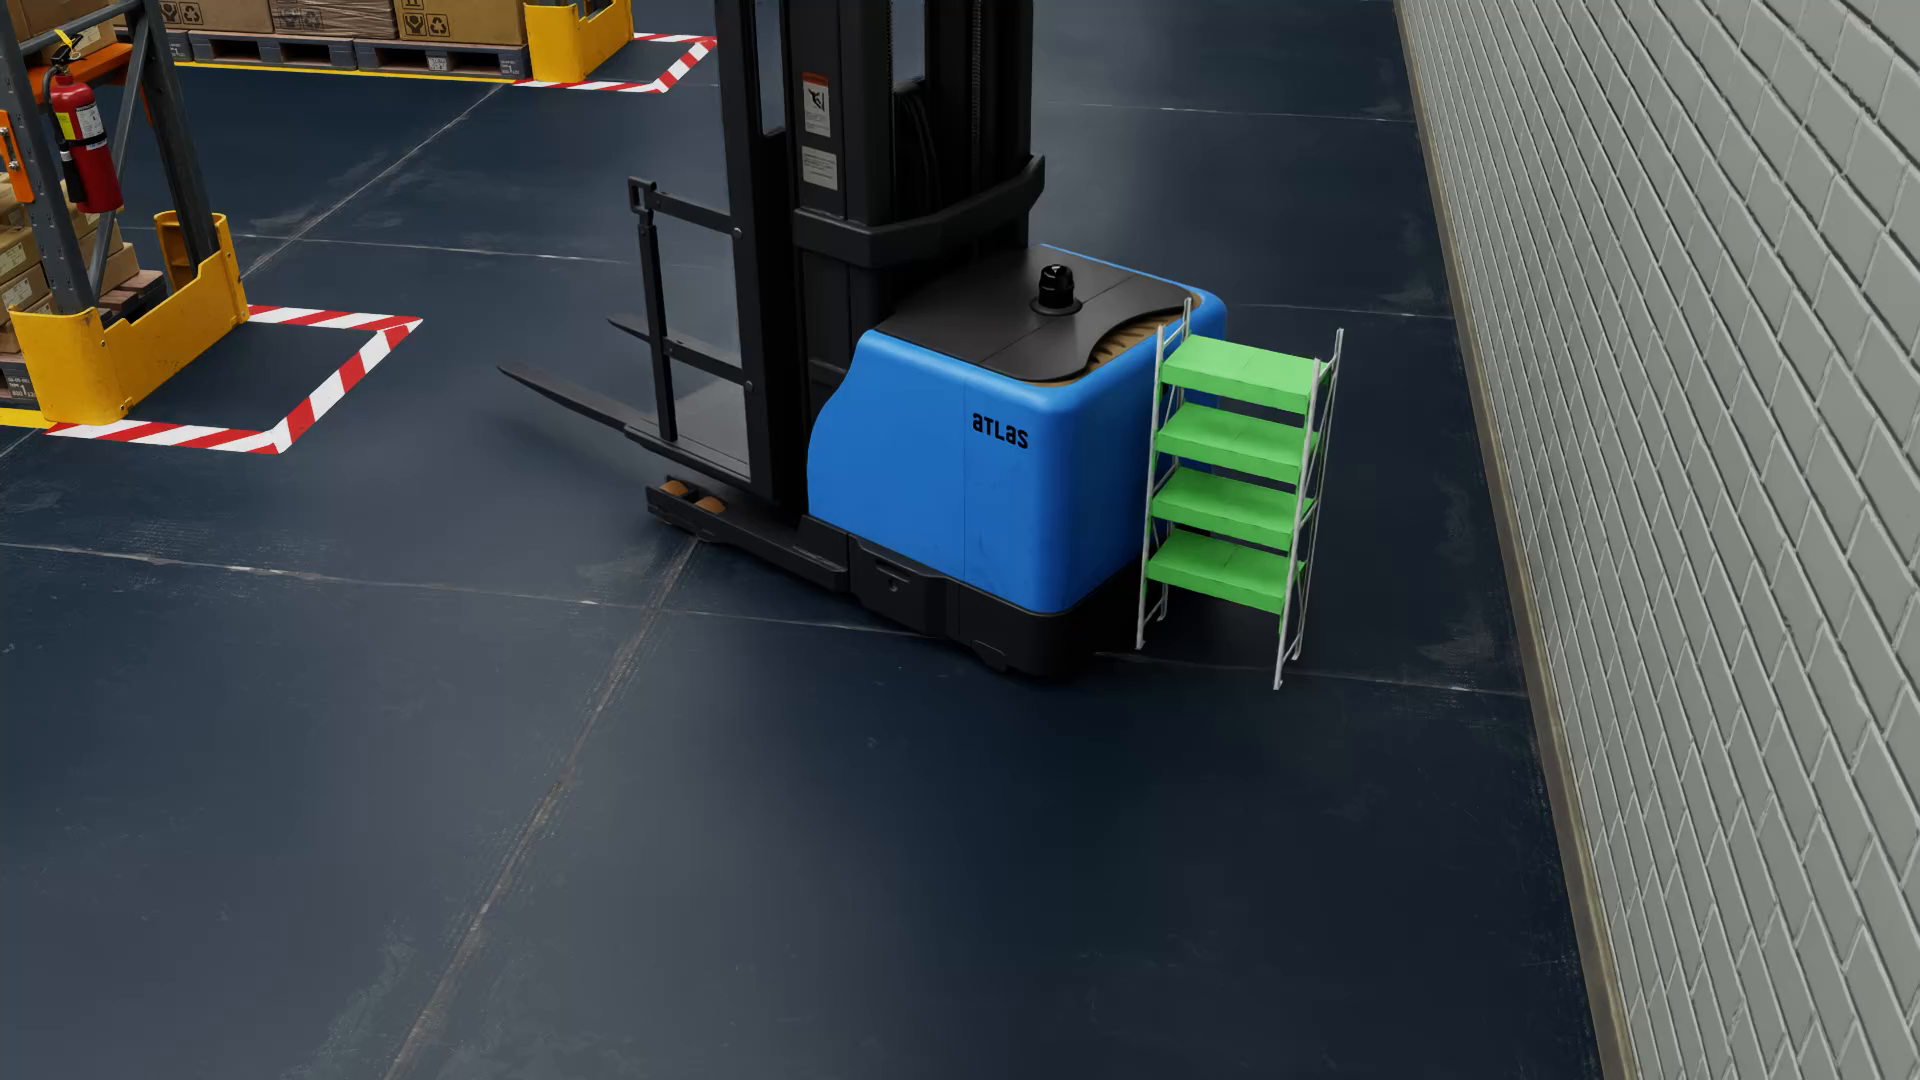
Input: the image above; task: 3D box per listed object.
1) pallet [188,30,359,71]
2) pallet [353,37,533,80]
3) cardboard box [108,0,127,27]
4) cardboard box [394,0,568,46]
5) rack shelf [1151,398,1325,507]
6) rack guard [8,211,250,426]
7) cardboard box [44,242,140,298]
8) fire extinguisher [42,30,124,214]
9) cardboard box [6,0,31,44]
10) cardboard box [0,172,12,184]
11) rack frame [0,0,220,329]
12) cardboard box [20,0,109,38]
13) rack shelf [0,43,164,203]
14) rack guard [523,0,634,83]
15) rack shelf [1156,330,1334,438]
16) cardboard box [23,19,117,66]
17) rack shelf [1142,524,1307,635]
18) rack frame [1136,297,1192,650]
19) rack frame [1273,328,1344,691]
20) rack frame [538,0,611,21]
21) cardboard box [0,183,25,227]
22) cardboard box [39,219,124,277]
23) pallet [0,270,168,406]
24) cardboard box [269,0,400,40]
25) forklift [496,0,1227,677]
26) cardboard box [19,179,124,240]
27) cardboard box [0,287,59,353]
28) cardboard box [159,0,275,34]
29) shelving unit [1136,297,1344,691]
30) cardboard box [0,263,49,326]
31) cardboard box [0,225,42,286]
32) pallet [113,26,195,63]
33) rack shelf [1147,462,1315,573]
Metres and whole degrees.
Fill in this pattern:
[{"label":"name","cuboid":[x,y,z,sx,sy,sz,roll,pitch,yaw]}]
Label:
[{"label":"pallet","cuboid":[-4.643,-3.606,11.812,1.213,0.211,1.003,5,32,8]},{"label":"pallet","cuboid":[-3.444,-3.496,11.636,1.213,0.211,1.003,5,32,8]},{"label":"cardboard box","cuboid":[-5.948,-4.181,11.709,0.875,0.875,0.875,5,32,8]},{"label":"cardboard box","cuboid":[-3.287,-3.940,11.324,0.875,0.875,0.875,5,32,8]},{"label":"rack shelf","cuboid":[0.876,-0.280,5.235,0.480,0.148,0.258,16,35,23]},{"label":"rack guard","cuboid":[-3.652,-1.010,7.392,0.348,0.500,1.175,5,32,8]},{"label":"cardboard box","cuboid":[-4.039,-1.246,7.705,0.250,0.149,0.380,6,33,9]},{"label":"fire extinguisher","cuboid":[-3.406,-1.608,6.416,0.183,0.674,0.296,5,32,8]},{"label":"cardboard box","cuboid":[-4.063,-2.136,6.461,0.500,0.500,0.500,6,33,9]},{"label":"cardboard box","cuboid":[-4.555,-1.560,7.645,0.250,0.149,0.380,5,32,8]},{"label":"rack frame","cuboid":[-3.577,-2.062,6.718,0.127,3.000,1.000,5,32,8]},{"label":"cardboard box","cuboid":[-3.973,-2.415,6.907,0.500,0.500,0.500,7,33,11]},{"label":"rack shelf","cuboid":[-5.548,-1.936,7.194,4.000,0.370,1.077,5,32,8]},{"label":"rack guard","cuboid":[-2.619,-3.586,11.507,0.348,0.500,1.175,5,32,8]},{"label":"rack shelf","cuboid":[0.876,-0.484,5.108,0.480,0.148,0.258,16,35,23]},{"label":"cardboard box","cuboid":[-3.841,-2.156,7.104,0.250,0.149,0.380,5,32,8]},{"label":"rack shelf","cuboid":[0.876,0.126,5.490,0.480,0.148,0.258,16,35,23]},{"label":"rack frame","cuboid":[0.661,-0.192,5.426,0.015,1.200,0.240,16,35,23]},{"label":"rack frame","cuboid":[1.092,-0.070,5.231,0.015,1.200,0.240,16,35,23]},{"label":"rack frame","cuboid":[-2.643,-4.647,10.848,0.127,3.000,1.000,5,32,8]},{"label":"cardboard box","cuboid":[-4.328,-1.470,7.502,0.250,0.149,0.380,6,33,9]},{"label":"cardboard box","cuboid":[-4.050,-1.339,7.573,0.250,0.149,0.380,6,33,10]},{"label":"pallet","cuboid":[-4.446,-0.978,7.614,1.213,0.211,1.003,5,32,8]},{"label":"cardboard box","cuboid":[-4.184,-4.021,11.454,0.875,0.875,0.875,5,32,8]},{"label":"forklift","cuboid":[-0.564,-1.431,5.774,3.031,2.935,1.130,23,39,32]},{"label":"cardboard box","cuboid":[-4.036,-1.509,7.563,0.250,0.149,0.380,4,32,6]},{"label":"cardboard box","cuboid":[-4.131,-0.970,7.263,0.250,0.149,0.380,6,32,9]},{"label":"cardboard box","cuboid":[-5.061,-4.101,11.581,0.875,0.875,0.875,5,32,8]},{"label":"shelving unit","cuboid":[0.876,-0.131,5.329,0.503,1.200,0.258,16,35,23]},{"label":"cardboard box","cuboid":[-4.145,-1.056,7.120,0.250,0.149,0.380,4,32,7]},{"label":"cardboard box","cuboid":[-4.141,-1.199,7.069,0.250,0.149,0.380,6,32,9]},{"label":"pallet","cuboid":[-5.849,-3.714,11.984,1.213,0.211,1.003,5,32,8]},{"label":"rack shelf","cuboid":[0.876,-0.077,5.363,0.480,0.148,0.258,16,35,23]}]
